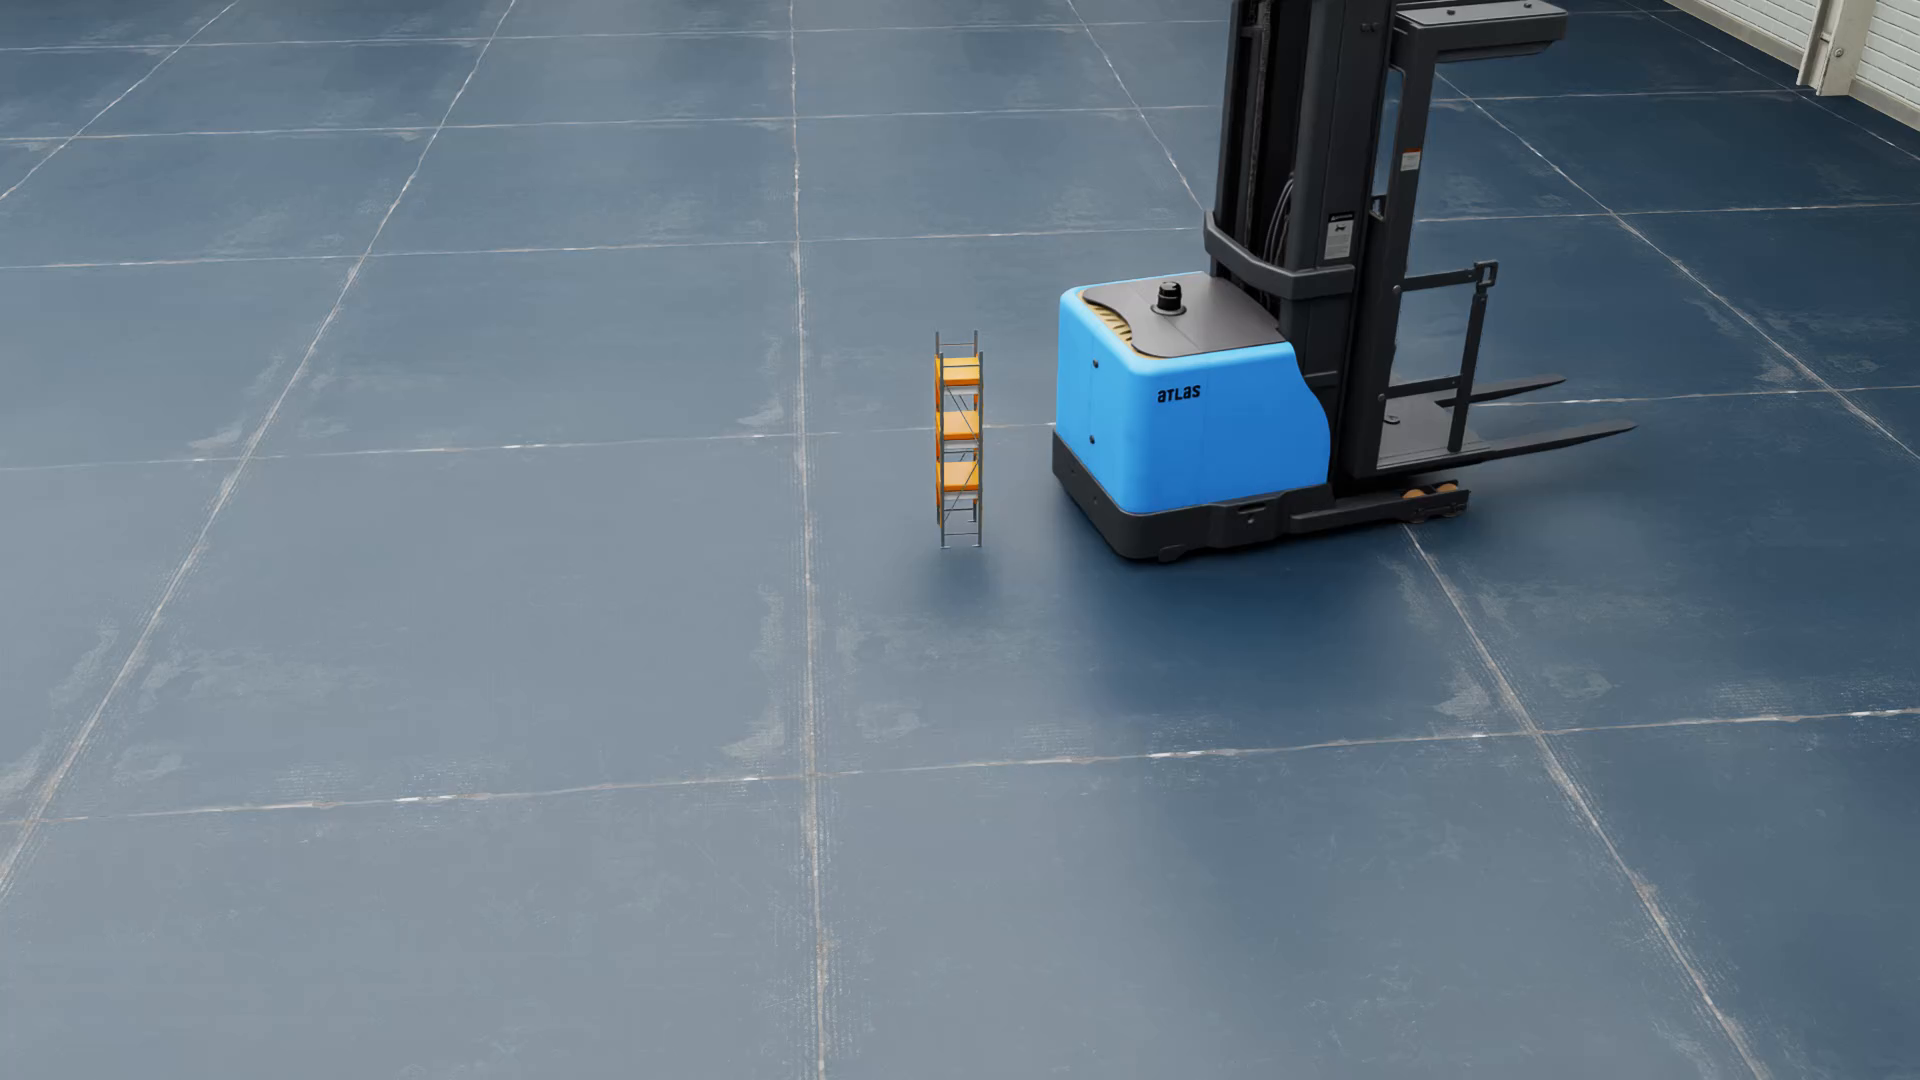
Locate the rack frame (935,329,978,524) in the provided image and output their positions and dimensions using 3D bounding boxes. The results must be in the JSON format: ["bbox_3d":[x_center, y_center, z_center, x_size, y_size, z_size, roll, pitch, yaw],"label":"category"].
[{"bbox_3d":[-0.016,-0.540,8.131,0.200,1.050,0.008,-3,31,-5],"label":"rack frame"}]

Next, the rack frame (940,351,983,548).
[{"bbox_3d":[0.006,-0.416,7.922,0.200,1.050,0.008,-3,31,-5],"label":"rack frame"}]

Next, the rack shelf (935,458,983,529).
[{"bbox_3d":[-0.005,-0.230,8.174,0.215,0.259,0.240,-3,31,-5],"label":"rack shelf"}]

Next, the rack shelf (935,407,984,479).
[{"bbox_3d":[-0.005,-0.469,8.032,0.215,0.259,0.240,-3,31,-5],"label":"rack shelf"}]

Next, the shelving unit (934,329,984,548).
[{"bbox_3d":[-0.005,-0.478,8.027,0.215,1.050,0.252,-3,31,-5],"label":"shelving unit"}]

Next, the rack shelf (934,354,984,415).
[{"bbox_3d":[-0.005,-0.713,7.886,0.215,0.259,0.240,-3,31,-5],"label":"rack shelf"}]

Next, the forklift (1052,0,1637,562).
[{"bbox_3d":[2.056,-1.591,8.055,3.031,2.935,1.130,-10,32,-16],"label":"forklift"}]

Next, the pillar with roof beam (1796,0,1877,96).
[{"bbox_3d":[3.559,-7.755,12.458,9.100,9.000,0.400,-3,31,-5],"label":"pillar with roof beam"}]
